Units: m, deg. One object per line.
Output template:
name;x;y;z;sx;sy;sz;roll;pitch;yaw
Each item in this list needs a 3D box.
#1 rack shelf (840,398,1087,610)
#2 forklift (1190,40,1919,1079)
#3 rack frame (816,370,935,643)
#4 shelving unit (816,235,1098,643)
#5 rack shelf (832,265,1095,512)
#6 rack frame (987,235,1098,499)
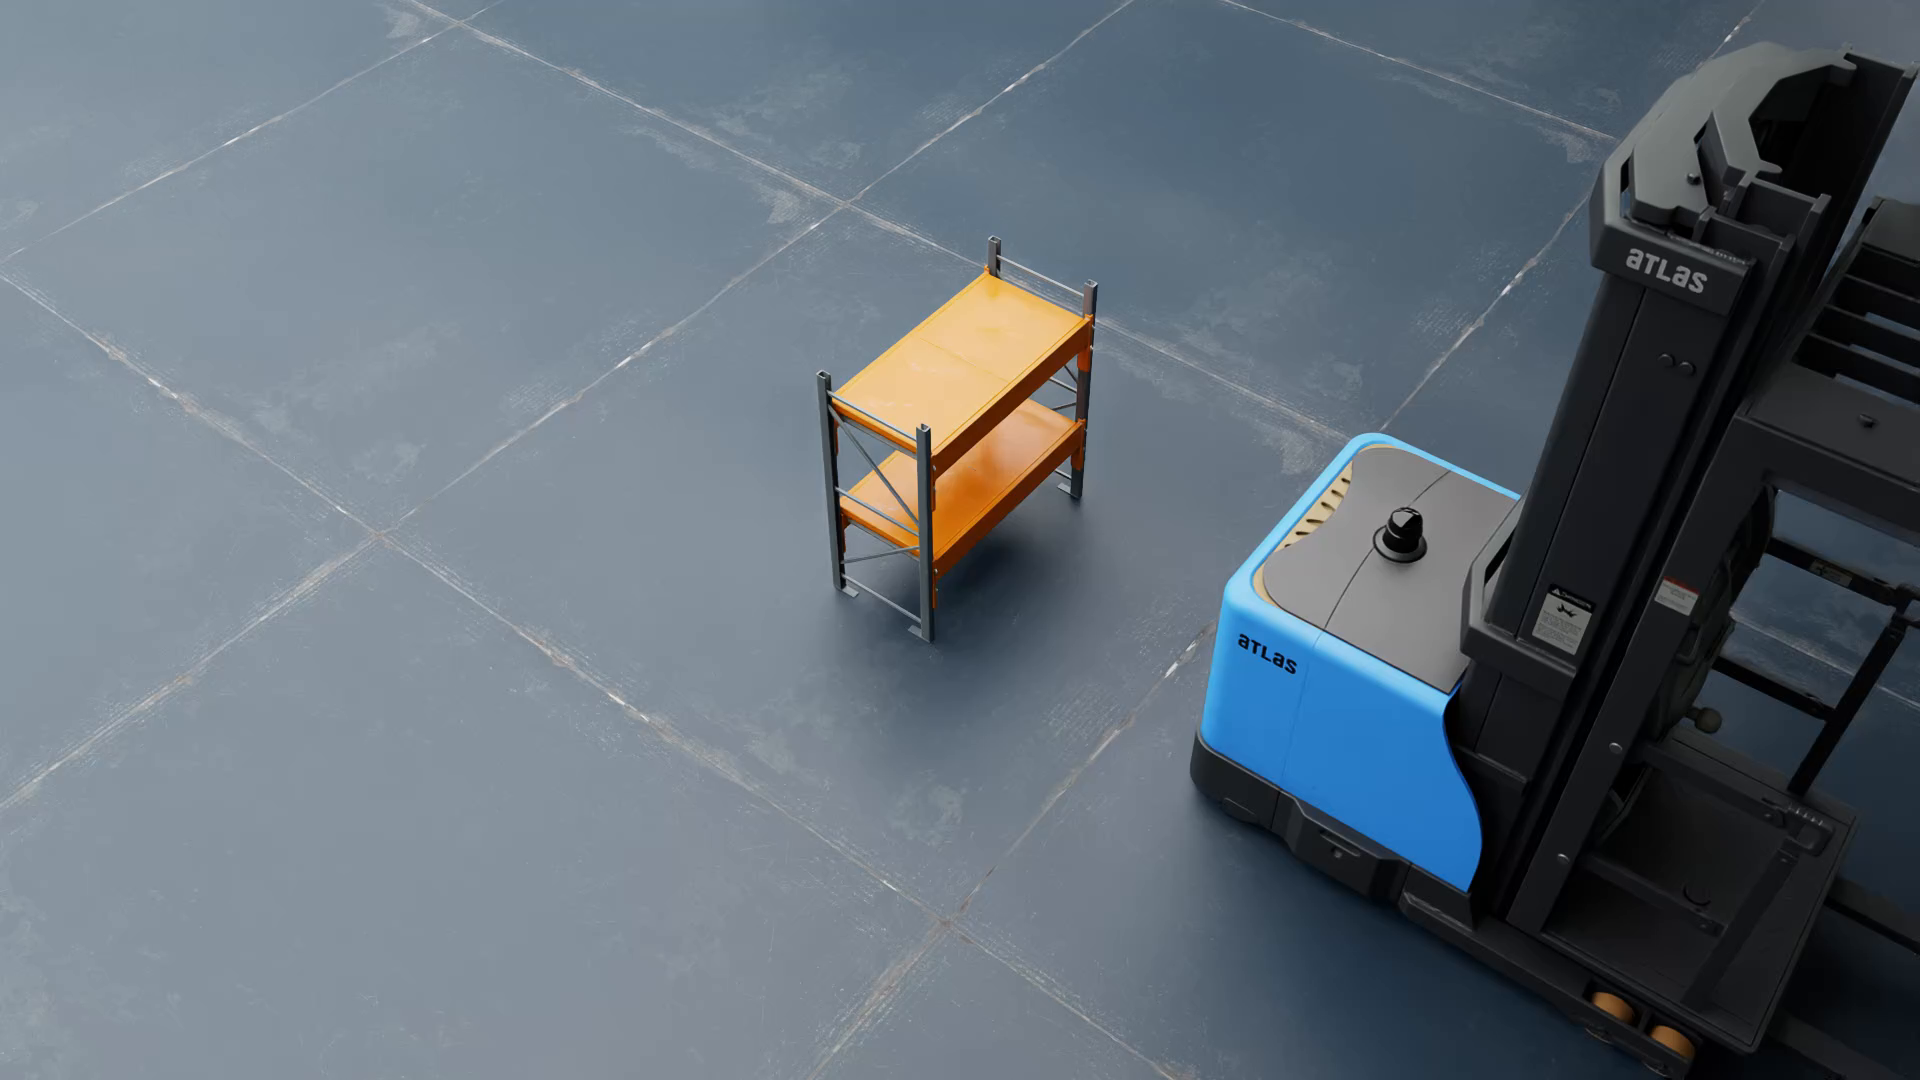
rack shelf;0.004;-0.224;6.688;0.538;0.278;1.000;29;53;25
forklift;2.312;0.250;4.649;3.031;2.935;1.130;29;53;25
rack frame;-0.307;-0.102;6.234;0.500;1.125;0.032;29;53;25
shelving unit;0.004;-0.392;6.512;0.538;1.125;1.048;29;53;25
rack shelf;0.004;-0.595;6.300;0.538;0.278;1.000;29;53;25
rack frame;0.315;-0.683;6.790;0.500;1.125;0.032;29;53;25
